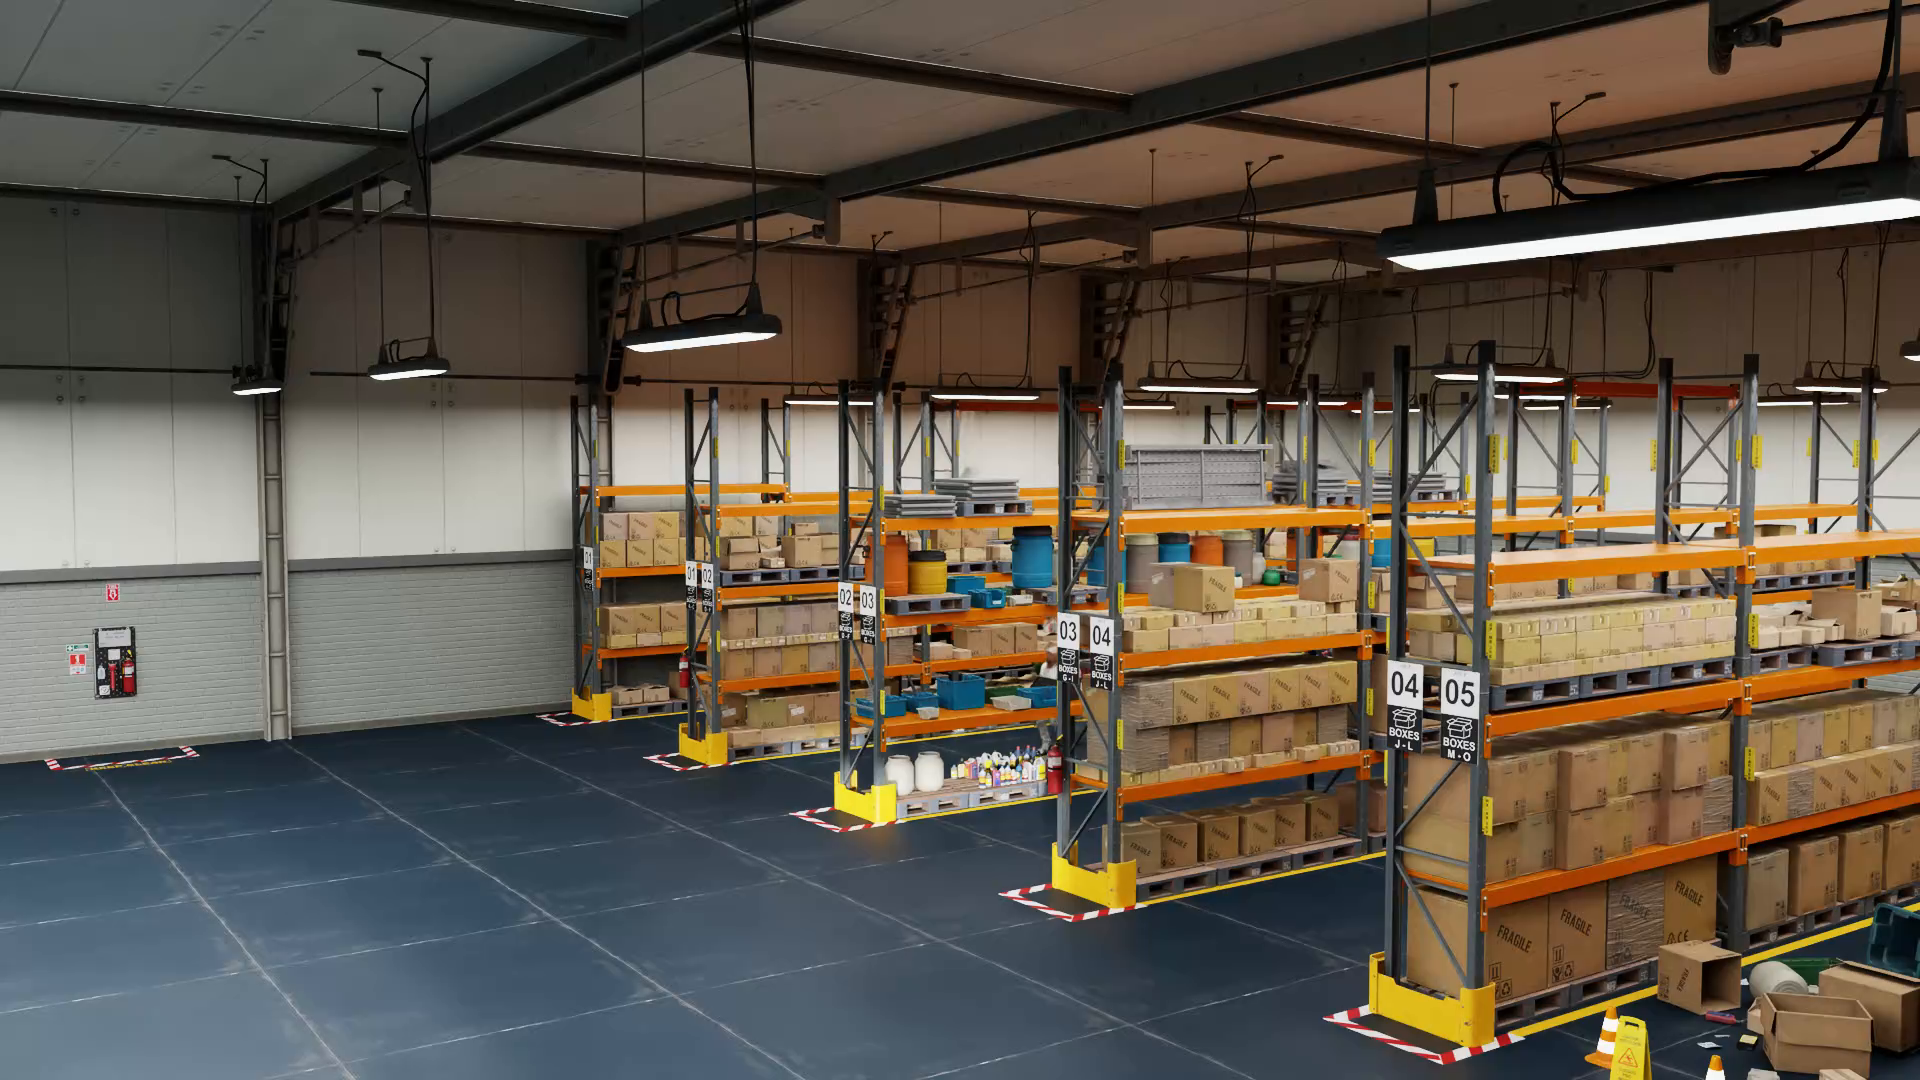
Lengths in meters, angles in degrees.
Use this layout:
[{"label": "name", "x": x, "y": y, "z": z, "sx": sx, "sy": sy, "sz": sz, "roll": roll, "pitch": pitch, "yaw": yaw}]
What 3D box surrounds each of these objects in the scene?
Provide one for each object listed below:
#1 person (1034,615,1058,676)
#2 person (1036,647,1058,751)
[{"label": "person", "x": 1.806, "y": 2.239, "z": 33.626, "sx": 0.772, "sy": 1.828, "sz": 0.650, "roll": -3, "pitch": 4, "yaw": -37}, {"label": "person", "x": 1.558, "y": 2.643, "z": 27.742, "sx": 0.696, "sy": 1.735, "sz": 0.768, "roll": 3, "pitch": 5, "yaw": 41}]
